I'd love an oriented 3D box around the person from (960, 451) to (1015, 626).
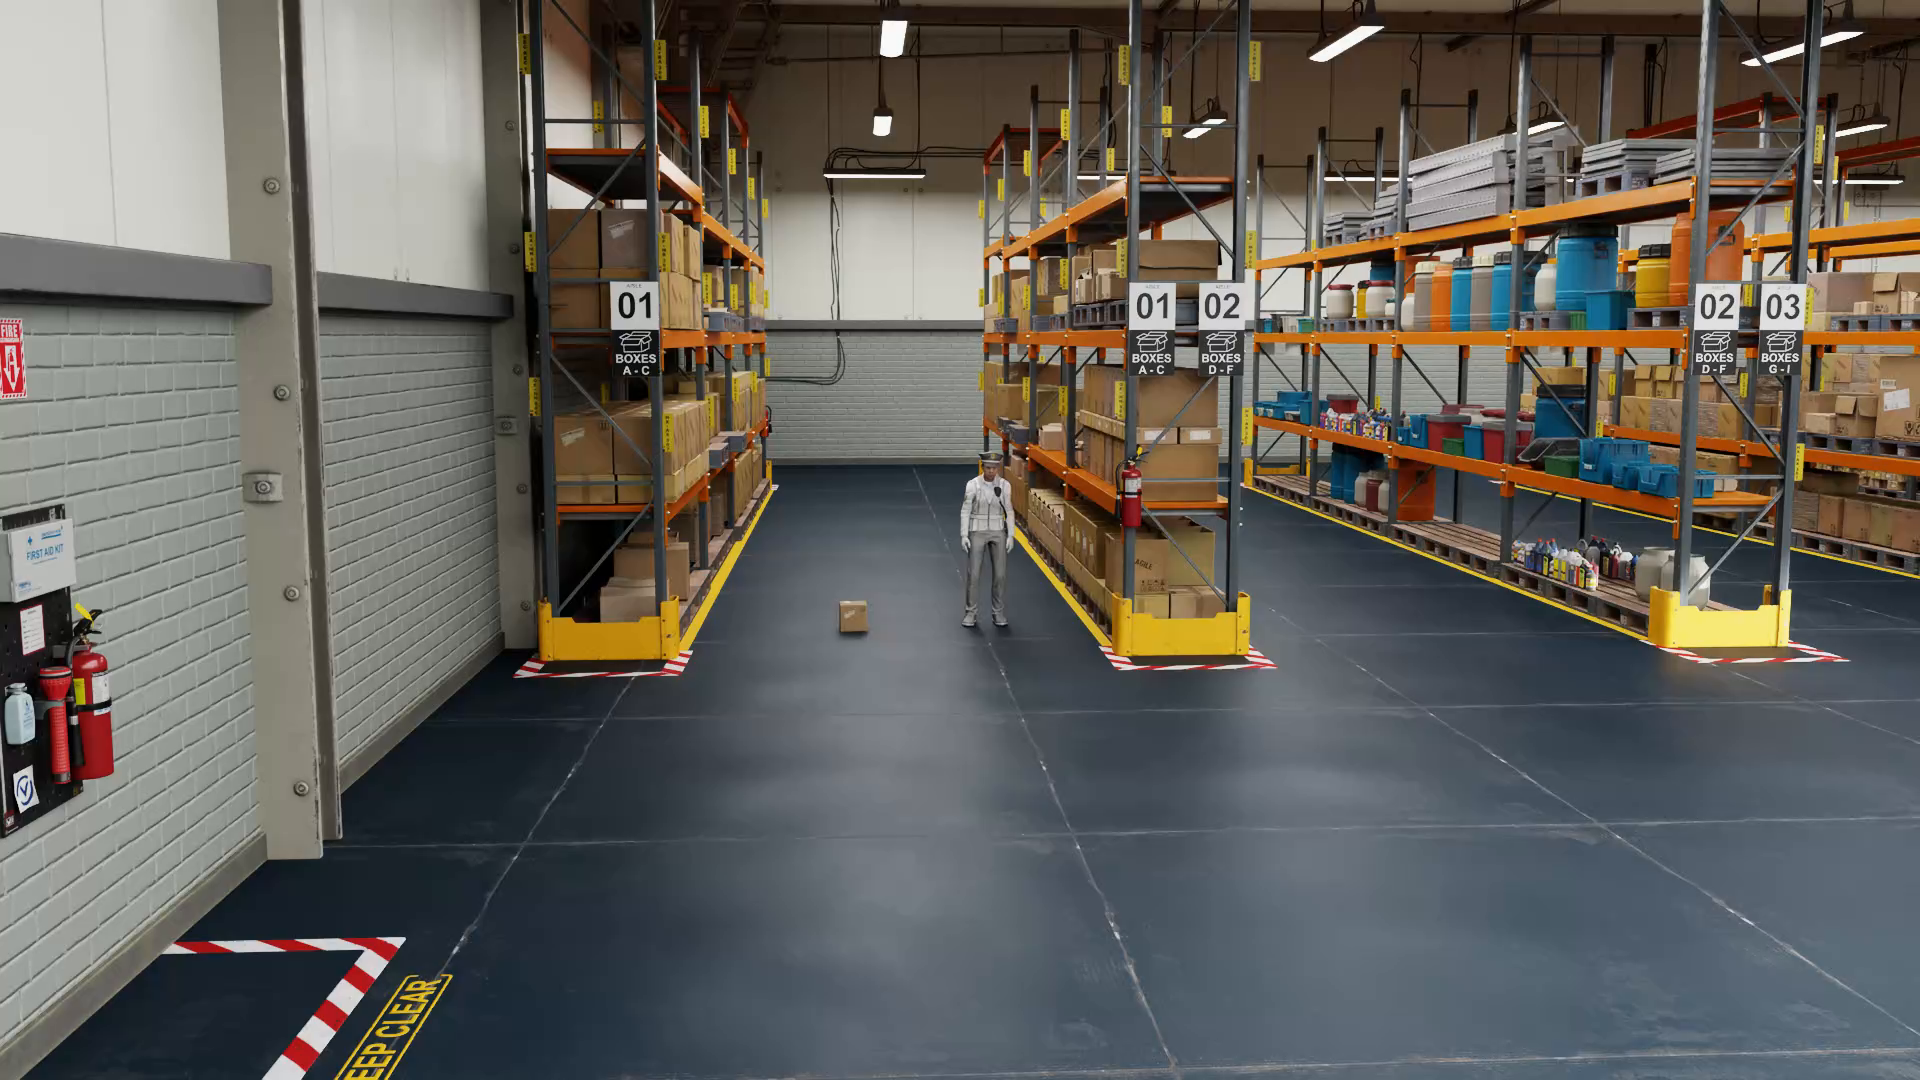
[{"bbox_3d":[0.265,-0.020,15.902,0.526,1.663,0.374,-1,7,-5],"label":"person"}]
